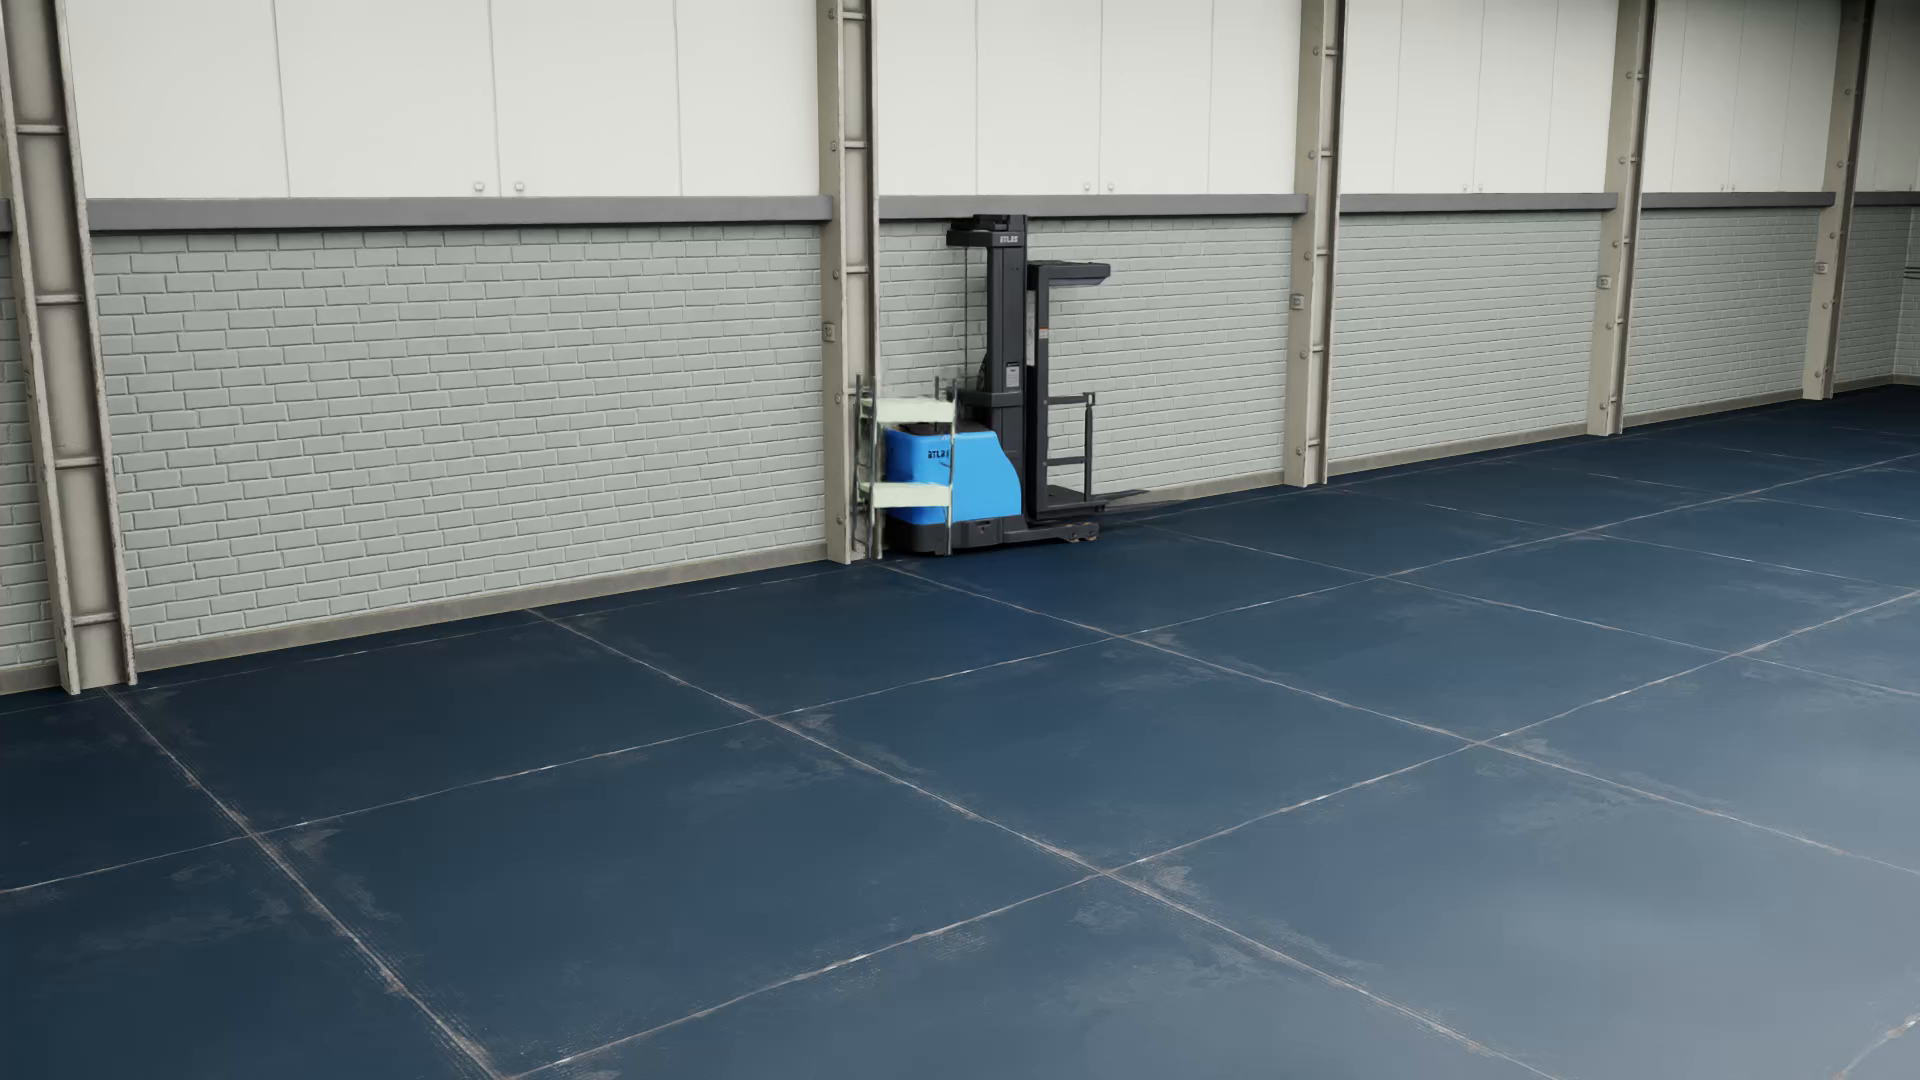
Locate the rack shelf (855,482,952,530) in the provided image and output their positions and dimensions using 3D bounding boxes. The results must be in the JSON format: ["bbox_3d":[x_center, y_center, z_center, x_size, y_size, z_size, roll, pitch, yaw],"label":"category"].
[{"bbox_3d":[-0.490,-0.312,14.168,0.720,0.370,0.431,-2,10,-26],"label":"rack shelf"}]

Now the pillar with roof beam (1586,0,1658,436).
[{"bbox_3d":[11.136,-5.102,17.611,0.400,9.000,9.100,-9,15,-38],"label":"pillar with roof beam"}]

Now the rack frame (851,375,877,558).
[{"bbox_3d":[-0.807,-0.622,13.959,0.023,1.500,0.400,-2,10,-26],"label":"rack frame"}]

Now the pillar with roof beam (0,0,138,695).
[{"bbox_3d":[-2.920,-2.766,6.611,0.400,9.000,9.100,-9,15,-38],"label":"pillar with roof beam"}]

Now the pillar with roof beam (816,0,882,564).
[{"bbox_3d":[1.765,-3.544,10.278,0.400,9.000,9.100,-9,15,-38],"label":"pillar with roof beam"}]

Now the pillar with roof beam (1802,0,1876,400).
[{"bbox_3d":[15.821,-5.880,21.277,0.400,9.000,9.100,-9,15,-38],"label":"pillar with roof beam"}]

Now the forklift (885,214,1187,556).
[{"bbox_3d":[0.694,-1.497,15.242,3.031,2.935,1.130,-7,14,-28],"label":"forklift"}]

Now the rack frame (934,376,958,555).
[{"bbox_3d":[-0.147,-0.645,14.275,0.023,1.500,0.400,-2,10,-26],"label":"rack frame"}]

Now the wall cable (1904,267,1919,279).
[{"bbox_3d":[16.258,-5.227,25.678,0.112,2.526,3.097,-9,15,-38],"label":"wall cable"}]

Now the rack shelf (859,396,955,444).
[{"bbox_3d":[-0.461,-1.018,14.056,0.720,0.370,0.431,-2,10,-26],"label":"rack shelf"}]

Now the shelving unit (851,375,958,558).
[{"bbox_3d":[-0.477,-0.633,14.117,0.755,1.500,0.431,-2,10,-26],"label":"shelving unit"}]

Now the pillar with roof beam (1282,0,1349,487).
[{"bbox_3d":[6.451,-4.323,13.944,0.400,9.000,9.100,-9,15,-38],"label":"pillar with roof beam"}]
